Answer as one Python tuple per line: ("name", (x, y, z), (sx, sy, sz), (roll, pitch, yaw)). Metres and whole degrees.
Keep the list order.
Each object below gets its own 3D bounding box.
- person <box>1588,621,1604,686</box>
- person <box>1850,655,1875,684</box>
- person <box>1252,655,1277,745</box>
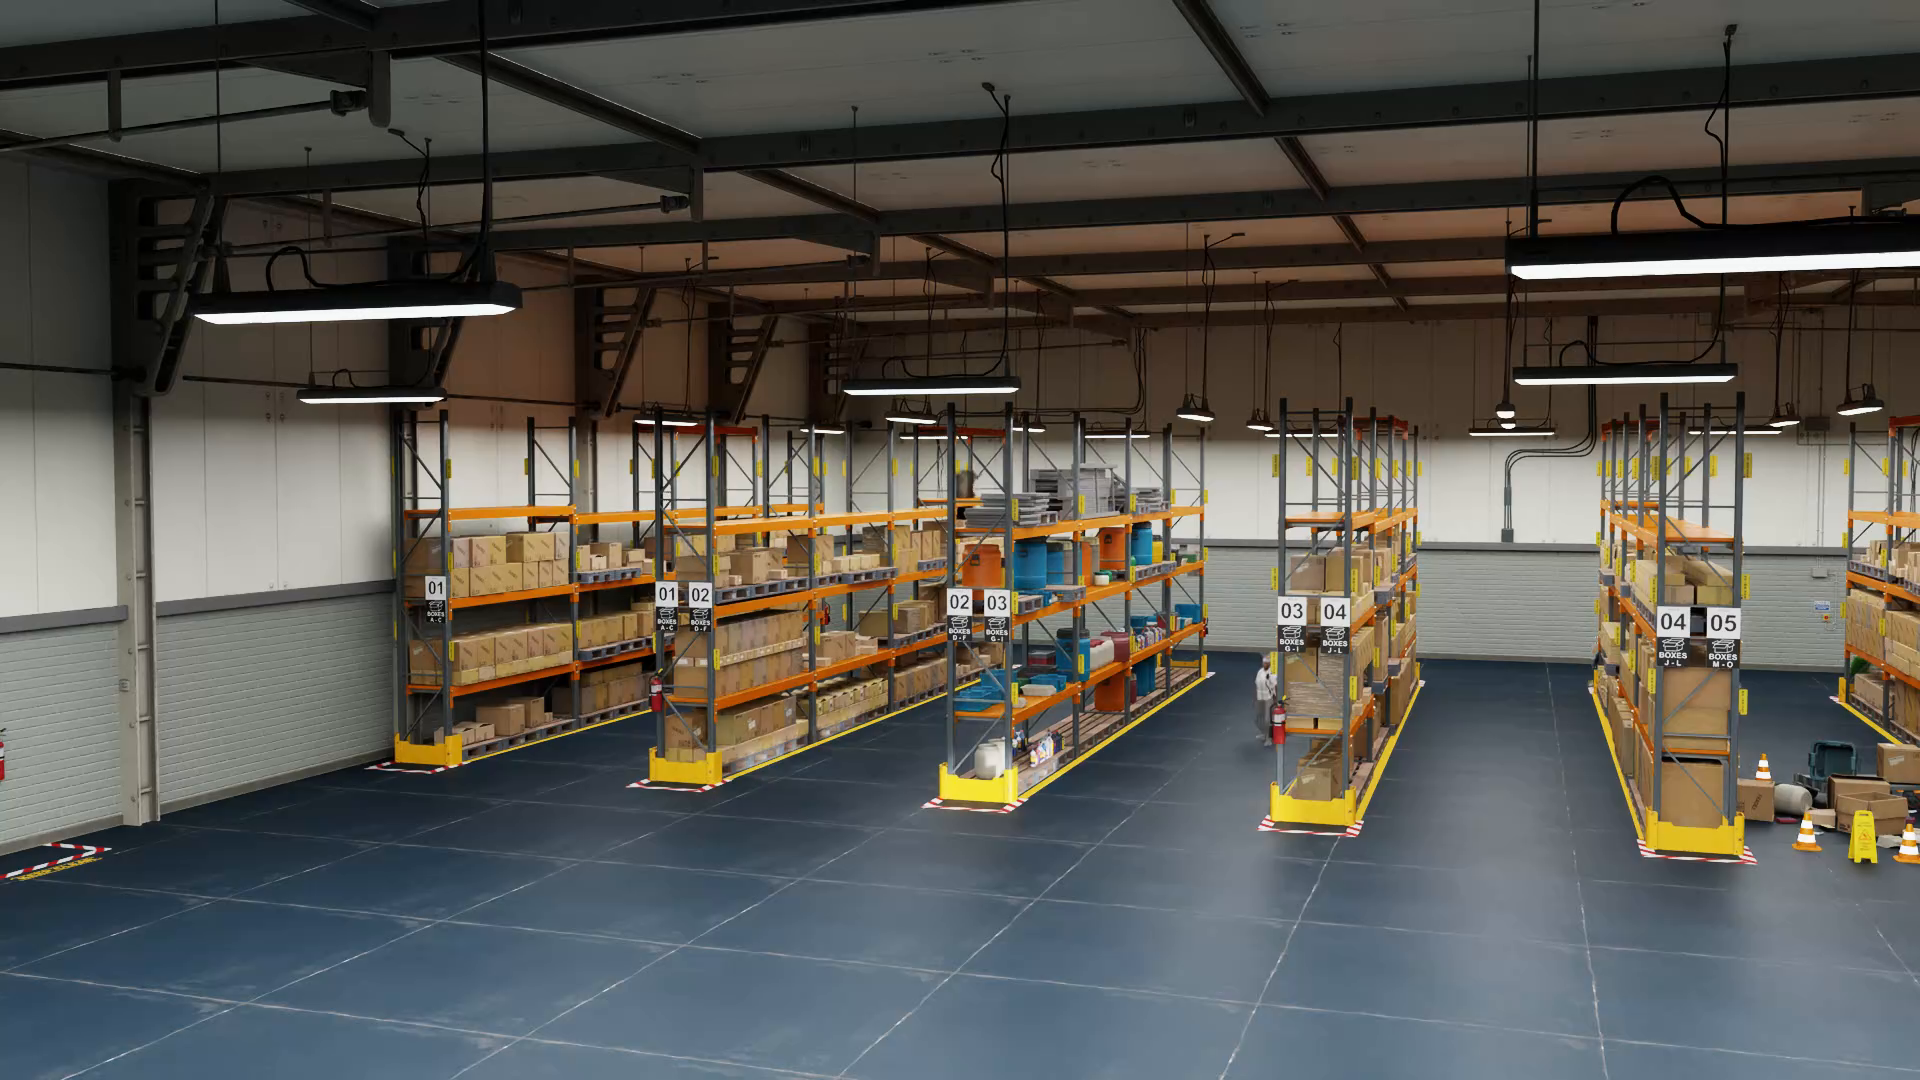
("person", (14.838, 2.593, 38.178), (0.734, 1.571, 0.570), (0, 2, 9))
("person", (19.988, 2.564, 36.715), (0.809, 1.742, 0.650), (2, 3, 35))
("person", (5.605, 2.911, 30.263), (0.720, 1.644, 0.571), (2, 3, 45))
